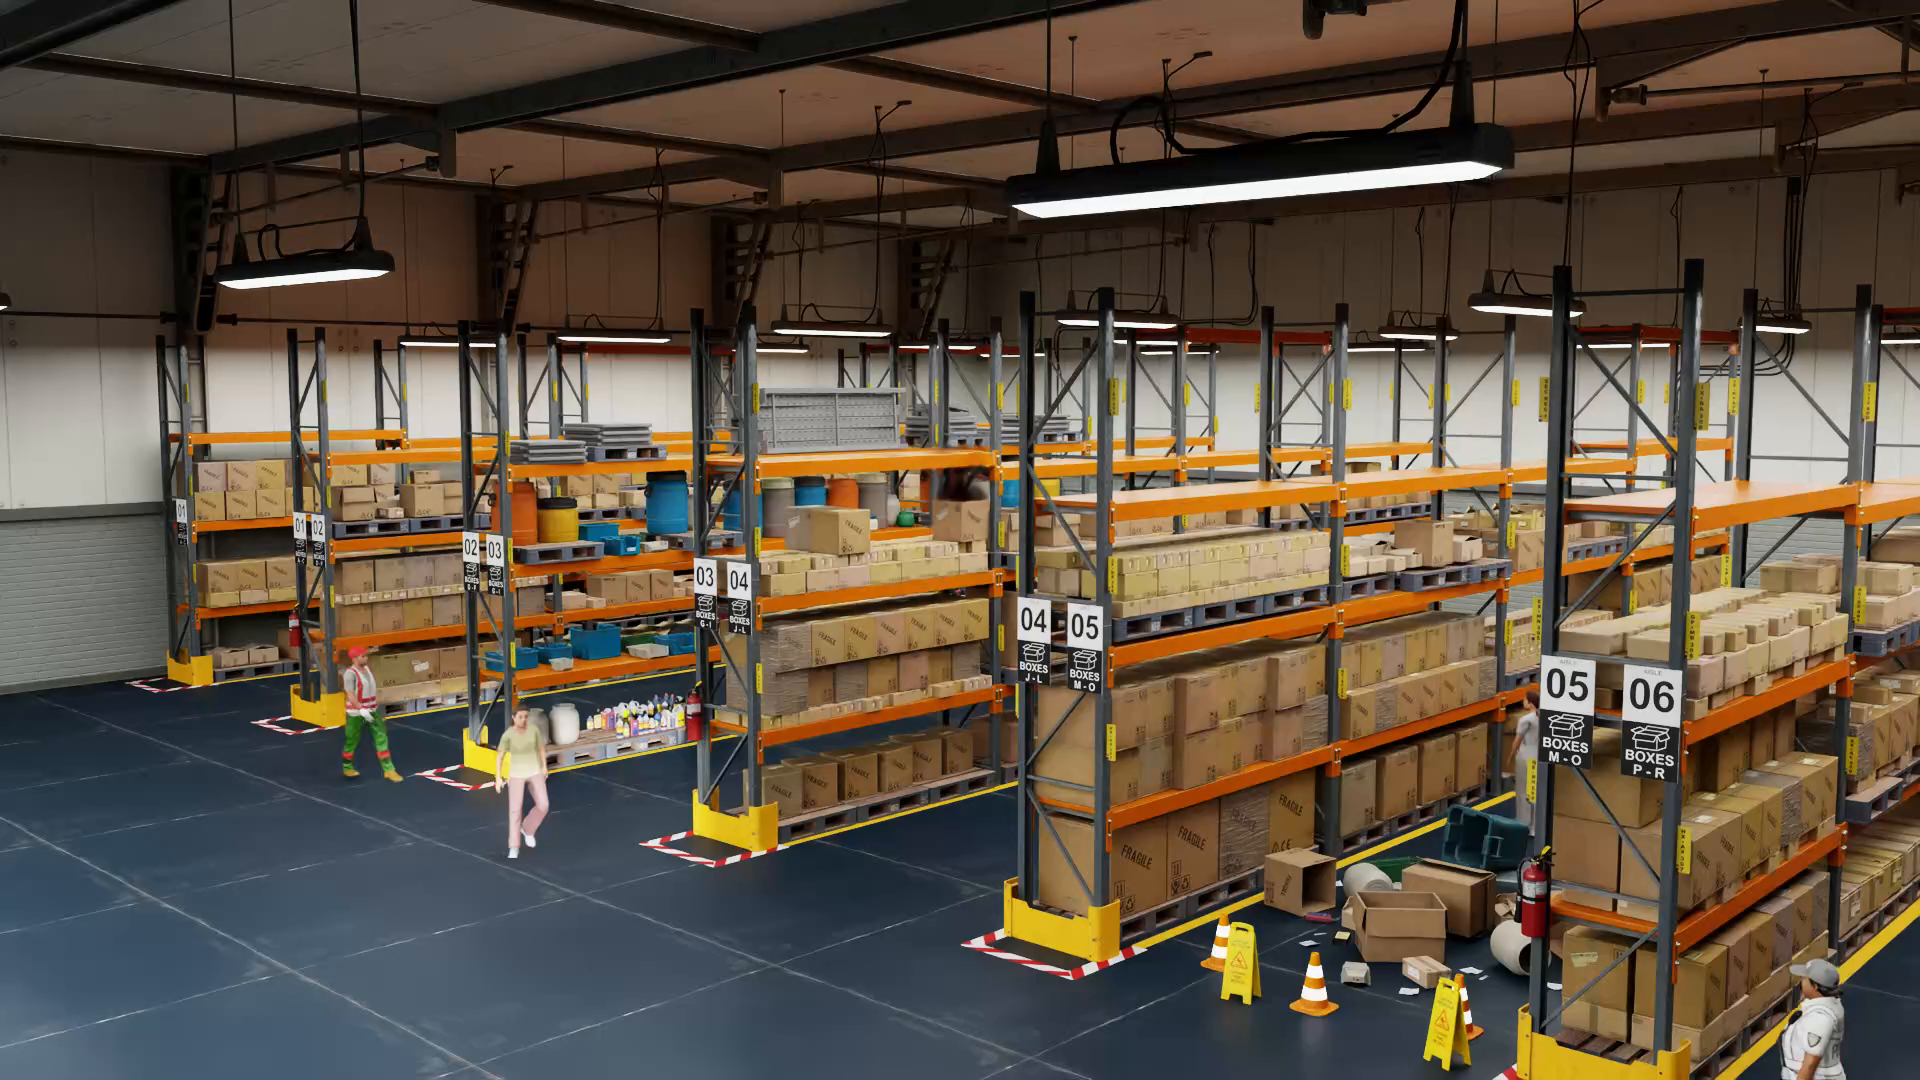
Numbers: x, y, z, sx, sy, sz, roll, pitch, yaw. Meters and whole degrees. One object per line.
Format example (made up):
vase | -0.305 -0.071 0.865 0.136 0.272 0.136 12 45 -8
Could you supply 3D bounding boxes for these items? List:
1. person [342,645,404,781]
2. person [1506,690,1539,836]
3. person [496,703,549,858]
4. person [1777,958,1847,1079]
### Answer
person | -7.696 2.240 21.531 0.931 1.754 0.520 3 6 31
person | 6.508 2.548 19.012 0.469 1.680 0.356 -2 6 -20
person | -4.813 2.622 18.294 0.621 1.677 0.482 -3 6 -26
person | 5.295 3.381 10.250 0.921 1.626 0.468 2 6 18
